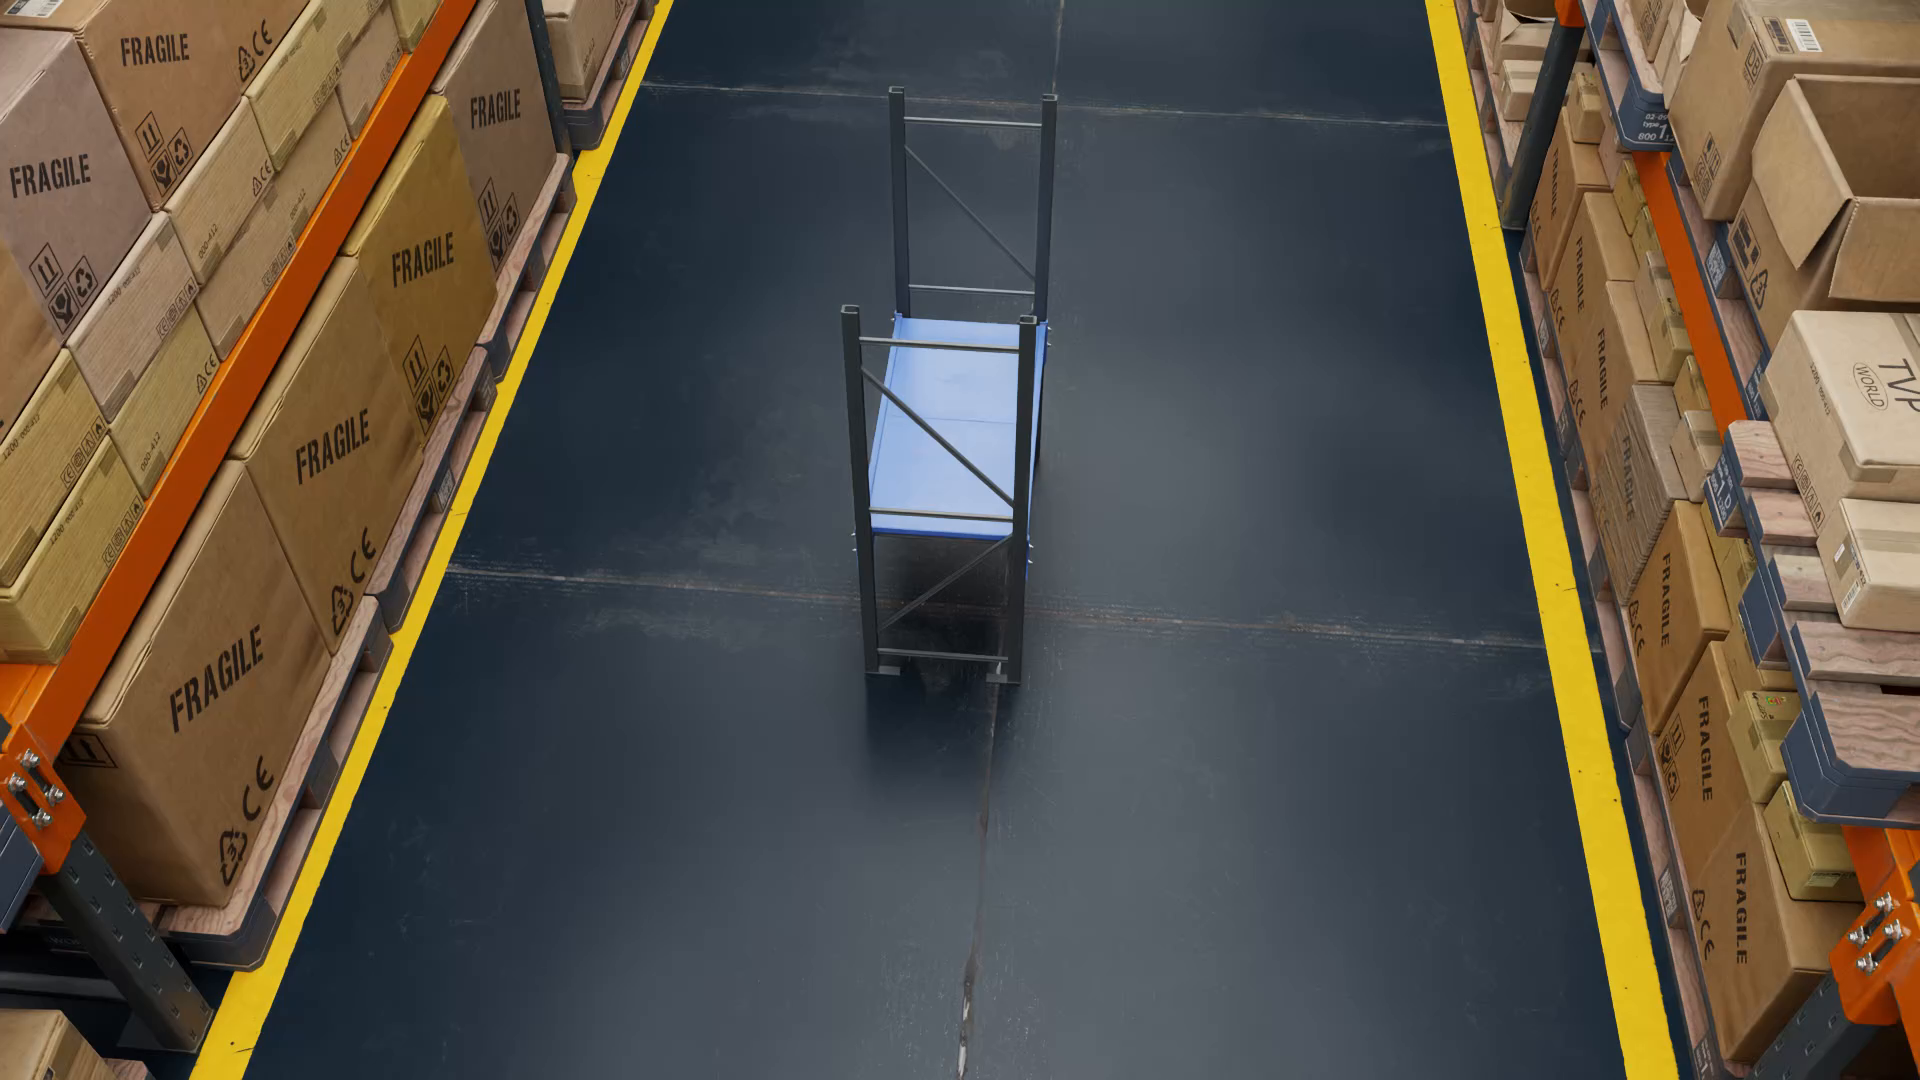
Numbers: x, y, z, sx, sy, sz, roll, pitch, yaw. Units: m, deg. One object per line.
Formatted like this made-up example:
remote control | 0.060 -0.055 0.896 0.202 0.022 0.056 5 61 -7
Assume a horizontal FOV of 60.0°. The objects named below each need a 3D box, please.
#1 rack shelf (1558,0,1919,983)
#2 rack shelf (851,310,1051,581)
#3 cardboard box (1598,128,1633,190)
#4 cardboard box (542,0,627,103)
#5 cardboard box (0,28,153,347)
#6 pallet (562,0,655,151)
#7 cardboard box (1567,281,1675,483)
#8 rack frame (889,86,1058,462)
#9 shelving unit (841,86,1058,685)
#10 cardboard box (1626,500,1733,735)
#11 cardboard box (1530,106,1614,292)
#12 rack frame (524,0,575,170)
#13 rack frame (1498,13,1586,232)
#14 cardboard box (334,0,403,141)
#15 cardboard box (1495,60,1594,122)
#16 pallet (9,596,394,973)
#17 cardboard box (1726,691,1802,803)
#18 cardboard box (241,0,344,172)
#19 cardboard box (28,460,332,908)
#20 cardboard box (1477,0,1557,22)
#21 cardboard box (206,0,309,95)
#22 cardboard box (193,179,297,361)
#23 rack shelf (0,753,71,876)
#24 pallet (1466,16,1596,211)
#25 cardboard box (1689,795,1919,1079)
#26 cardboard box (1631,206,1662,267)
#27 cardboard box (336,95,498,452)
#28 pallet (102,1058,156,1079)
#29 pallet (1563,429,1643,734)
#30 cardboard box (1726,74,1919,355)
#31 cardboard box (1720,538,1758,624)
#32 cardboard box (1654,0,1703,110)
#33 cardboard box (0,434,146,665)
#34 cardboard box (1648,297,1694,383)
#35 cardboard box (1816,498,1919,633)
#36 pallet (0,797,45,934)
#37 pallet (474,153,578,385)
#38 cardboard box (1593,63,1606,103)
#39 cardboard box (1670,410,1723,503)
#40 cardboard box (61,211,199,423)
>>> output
rack shelf | 2.579 -0.600 4.753 1.077 0.370 4.000 4 48 4
rack shelf | -0.008 -0.322 5.272 0.538 0.185 1.000 4 48 4
cardboard box | 2.516 -1.375 5.944 0.380 0.149 0.250 3 48 2
cardboard box | -2.018 -2.374 7.341 0.875 0.438 0.875 3 48 3
cardboard box | -2.222 -0.786 3.691 0.500 0.500 0.500 4 48 4
pallet | -2.035 -2.256 7.670 1.003 0.211 1.213 4 48 4
cardboard box | 2.405 -0.511 5.594 0.500 0.500 0.500 3 48 2
rack frame | 0.039 -0.817 5.481 0.500 1.500 0.032 4 48 4
shelving unit | -0.008 -0.443 5.139 0.538 1.500 1.048 4 48 4
cardboard box | 2.322 0.252 4.896 0.500 0.500 0.500 6 48 5
cardboard box | 2.493 -1.270 6.288 0.500 0.500 0.500 6 48 5
rack frame | -2.182 -2.643 6.135 1.000 3.000 0.127 4 48 4
rack frame | 2.761 -2.312 5.832 1.000 3.000 0.127 4 48 4
cardboard box | -2.084 -1.502 5.193 0.500 0.250 0.500 3 48 2
cardboard box | 2.520 -1.921 7.121 0.380 0.149 0.250 3 48 2
pallet | -2.400 0.663 5.001 1.003 0.211 1.213 4 48 4
cardboard box | 2.184 0.528 4.204 0.380 0.149 0.250 2 48 2
cardboard box | -2.089 -1.295 4.664 0.500 0.250 0.500 5 48 4
cardboard box | -2.401 0.370 4.535 0.875 0.875 0.875 3 48 3
cardboard box | 2.765 -2.718 7.613 0.700 0.500 0.500 2 48 2
cardboard box | -2.110 -1.536 4.377 0.500 0.500 0.500 5 48 4
cardboard box | -2.168 -0.760 4.514 0.500 0.250 0.500 5 48 5
rack shelf | -2.729 2.009 2.368 1.077 0.370 4.000 4 48 4
pallet | 2.825 -1.875 7.322 1.003 0.211 1.213 4 48 4
cardboard box | 2.221 1.004 4.208 0.500 0.500 0.500 5 48 5
cardboard box | 2.492 -0.983 5.586 0.380 0.149 0.250 3 48 3
cardboard box | -2.233 -0.943 5.735 0.875 0.875 0.875 5 48 5
pallet | -2.619 1.811 3.950 1.003 0.211 1.213 4 48 4
pallet | 2.616 0.128 5.490 1.003 0.211 1.213 4 48 4
cardboard box | 2.362 -0.761 4.059 0.797 0.503 0.637 3 48 3
cardboard box | 2.321 0.146 4.553 0.380 0.149 0.250 5 48 5
cardboard box | 2.253 -1.413 4.816 0.396 0.266 0.258 6 48 5
cardboard box | -2.251 0.004 3.815 0.500 0.250 0.500 3 48 3
cardboard box | 2.407 -0.620 5.254 0.380 0.149 0.250 5 48 5
cardboard box | 2.075 0.062 3.546 0.380 0.149 0.250 5 48 4
pallet | -2.505 0.892 3.032 1.213 0.211 1.003 4 48 4
pallet | -2.177 -1.130 6.640 1.003 0.211 1.213 4 48 4
cardboard box | 2.524 -1.680 6.022 0.380 0.149 0.250 3 48 3
cardboard box | 2.339 -0.242 4.909 0.380 0.149 0.250 2 48 2
cardboard box | -2.206 -0.557 3.990 0.500 0.250 0.500 5 48 4
